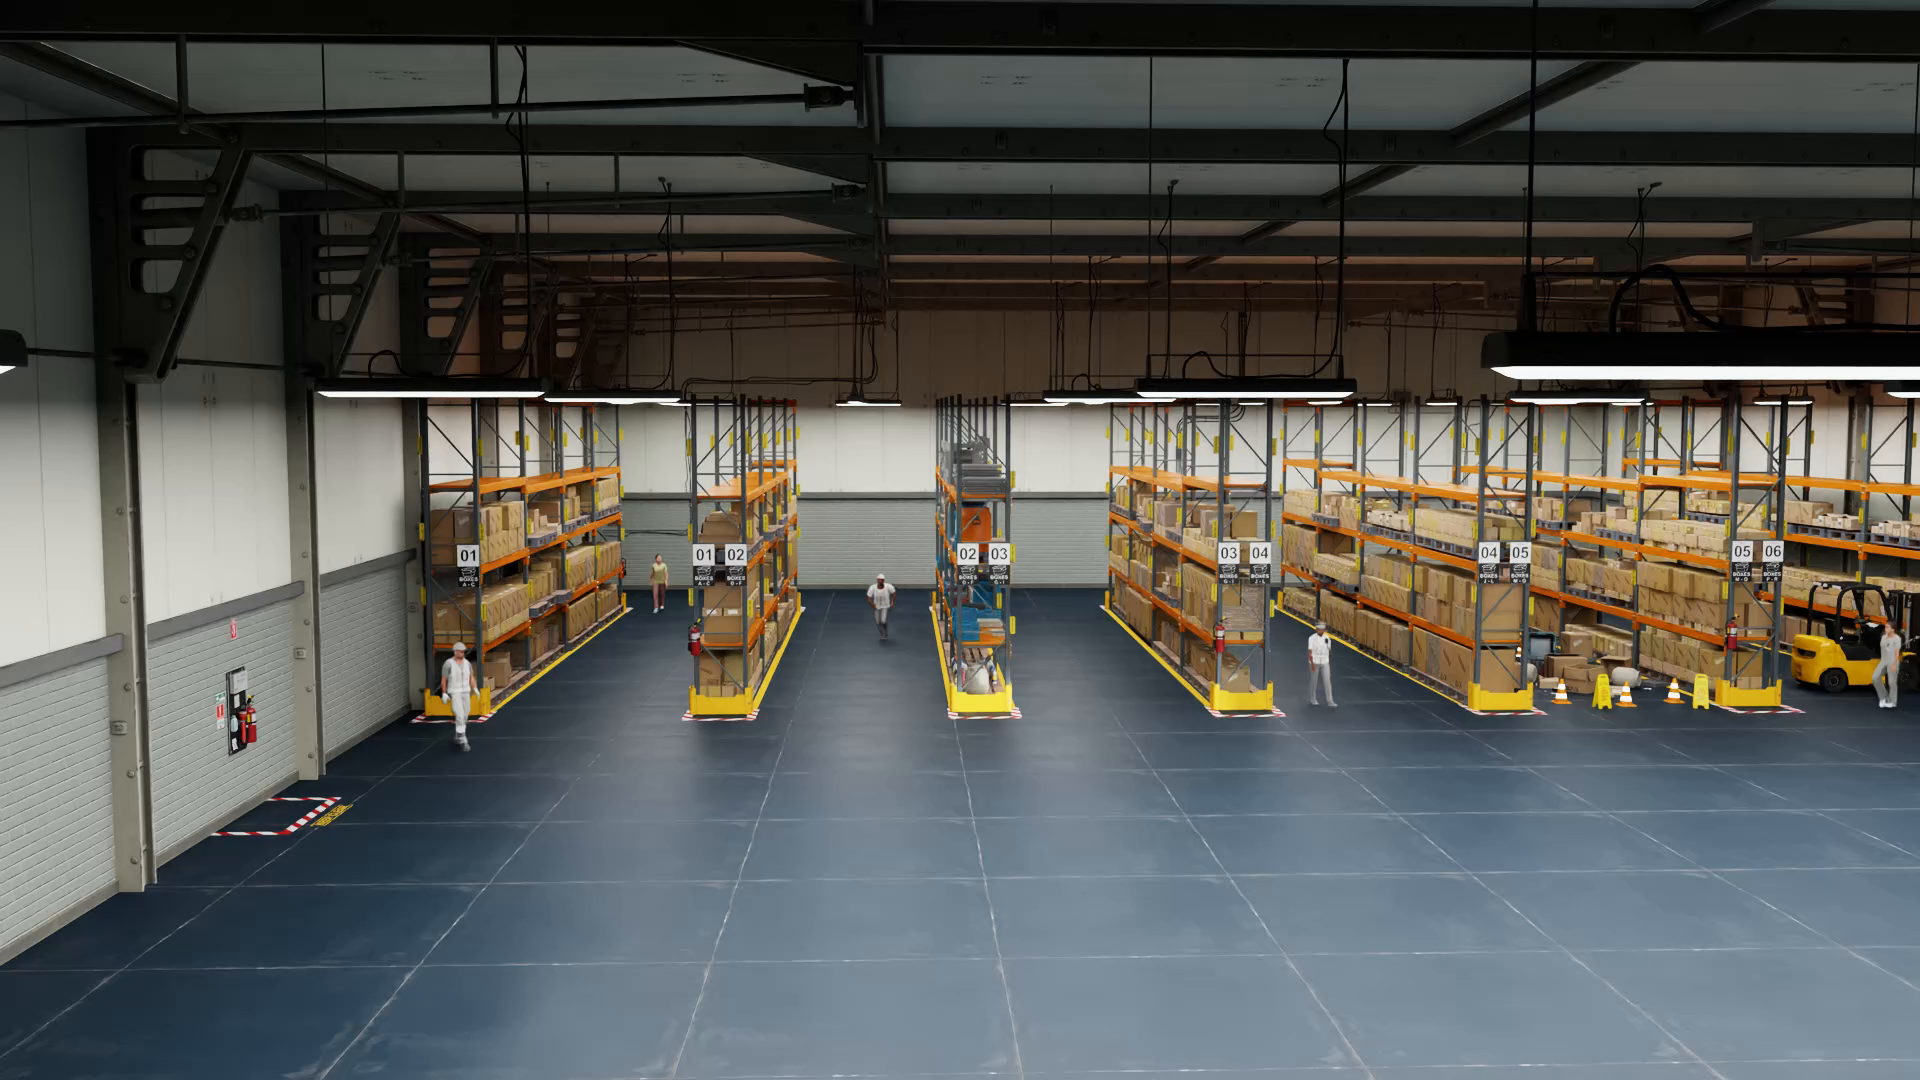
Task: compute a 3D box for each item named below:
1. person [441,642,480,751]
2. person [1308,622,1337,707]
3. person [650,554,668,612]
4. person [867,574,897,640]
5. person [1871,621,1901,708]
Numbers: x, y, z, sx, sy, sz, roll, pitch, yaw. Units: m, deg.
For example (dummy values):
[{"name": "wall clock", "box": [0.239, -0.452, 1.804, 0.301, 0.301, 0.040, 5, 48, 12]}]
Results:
[{"name": "person", "box": [-8.394, 2.635, 28.122, 0.795, 1.790, 0.559, 4, 6, 40]}, {"name": "person", "box": [6.907, 2.377, 31.808, 0.481, 1.636, 0.949, 0, 4, 1]}, {"name": "person", "box": [-8.504, 1.203, 46.945, 0.509, 1.605, 1.067, -1, 5, -11]}, {"name": "person", "box": [-1.937, 1.654, 41.115, 0.706, 1.671, 0.695, 1, 5, 9]}, {"name": "person", "box": [17.742, 2.384, 31.753, 0.454, 1.689, 0.444, -2, 5, -27]}]
